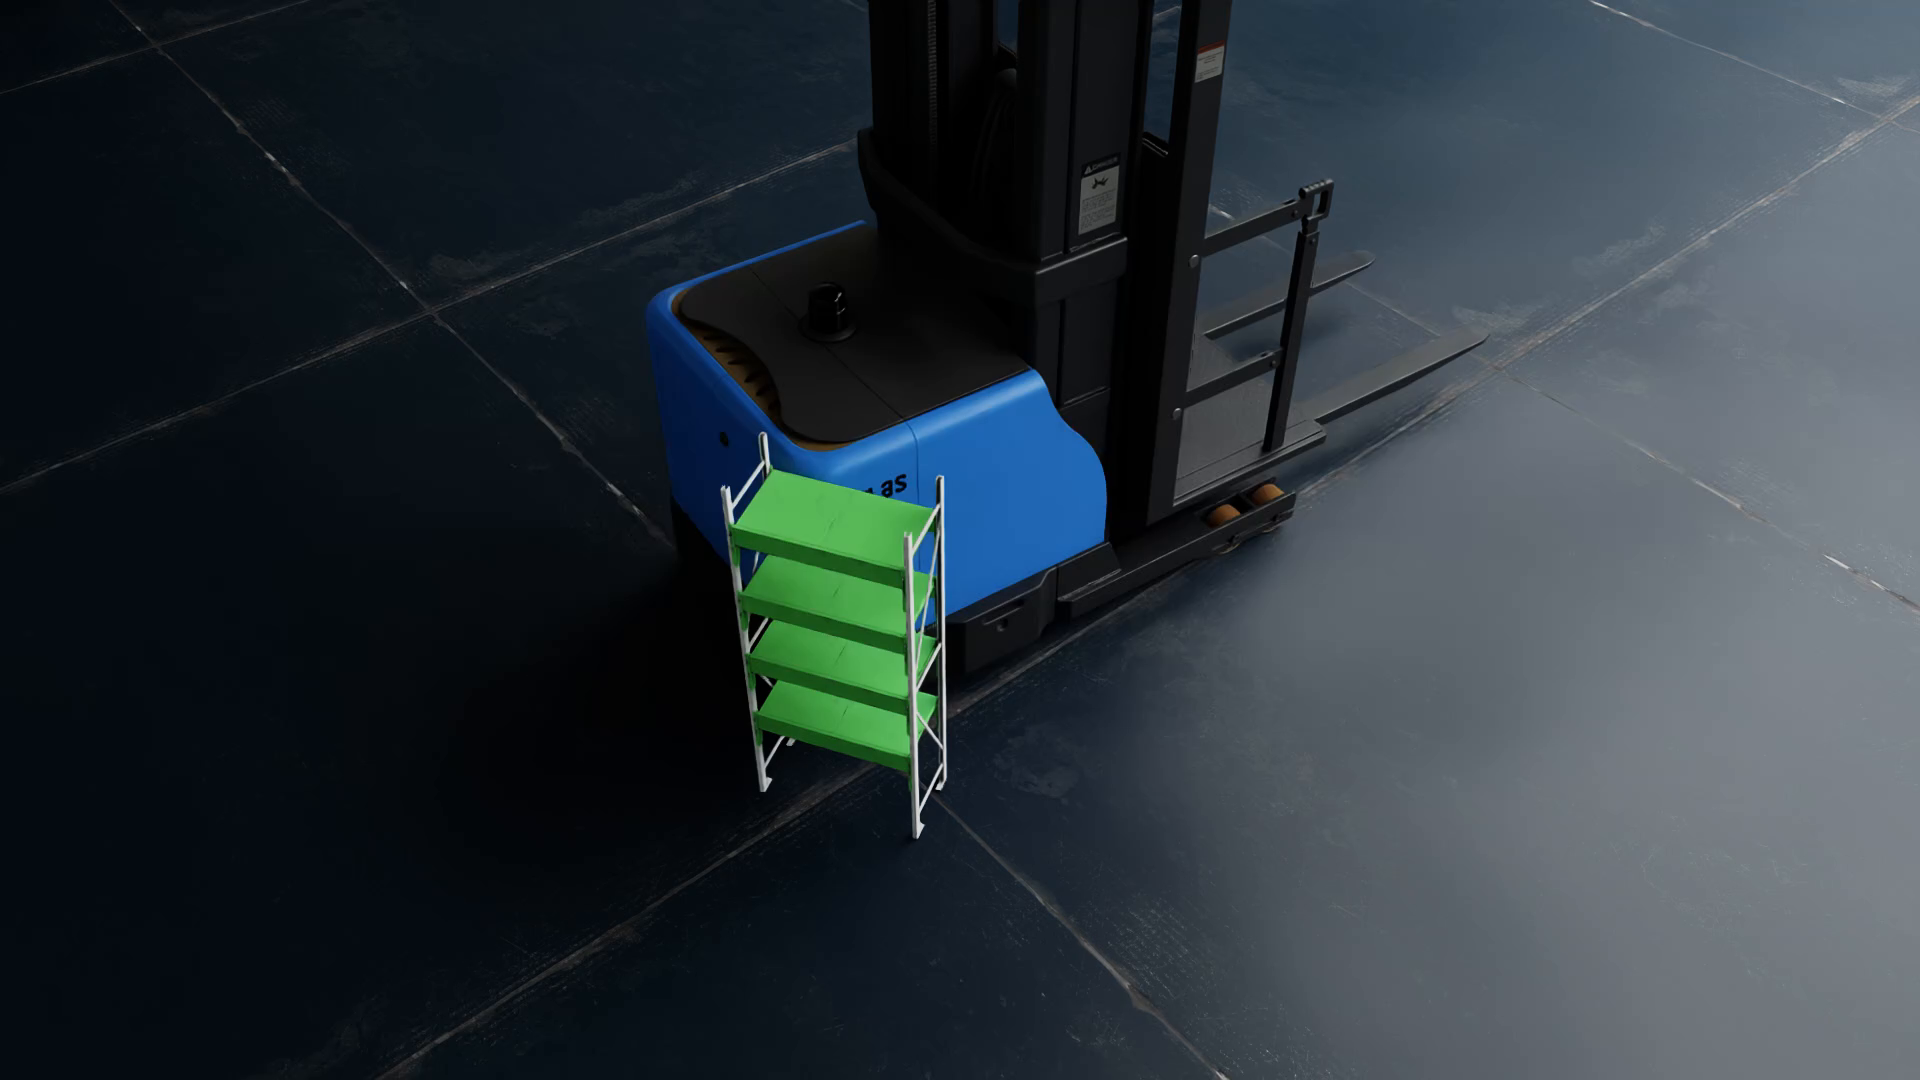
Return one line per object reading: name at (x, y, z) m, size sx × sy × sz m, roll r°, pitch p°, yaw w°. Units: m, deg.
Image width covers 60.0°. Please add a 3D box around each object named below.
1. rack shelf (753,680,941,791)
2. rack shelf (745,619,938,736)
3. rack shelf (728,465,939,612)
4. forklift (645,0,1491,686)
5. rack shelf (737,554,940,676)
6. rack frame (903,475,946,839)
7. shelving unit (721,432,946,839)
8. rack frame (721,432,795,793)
rack shelf at (-0.318, 0.516, 4.768) m, size 0.480 × 0.148 × 0.258 m, roll 14°, pitch 45°, yaw 15°
rack shelf at (-0.318, 0.341, 4.603) m, size 0.480 × 0.148 × 0.258 m, roll 14°, pitch 45°, yaw 15°
rack shelf at (-0.318, -0.009, 4.275) m, size 0.480 × 0.148 × 0.258 m, roll 14°, pitch 45°, yaw 15°
forklift at (0.553, -1.300, 4.994) m, size 3.031 × 2.935 × 1.130 m, roll -24°, pitch 48°, yaw -24°
rack shelf at (-0.318, 0.166, 4.439) m, size 0.480 × 0.148 × 0.258 m, roll 14°, pitch 45°, yaw 15°
rack frame at (-0.089, 0.353, 4.498) m, size 0.015 × 1.200 × 0.240 m, roll 14°, pitch 45°, yaw 15°
shelving unit at (-0.318, 0.295, 4.560) m, size 0.503 × 1.200 × 0.258 m, roll 14°, pitch 45°, yaw 15°
rack frame at (-0.547, 0.237, 4.621) m, size 0.015 × 1.200 × 0.240 m, roll 14°, pitch 45°, yaw 15°
